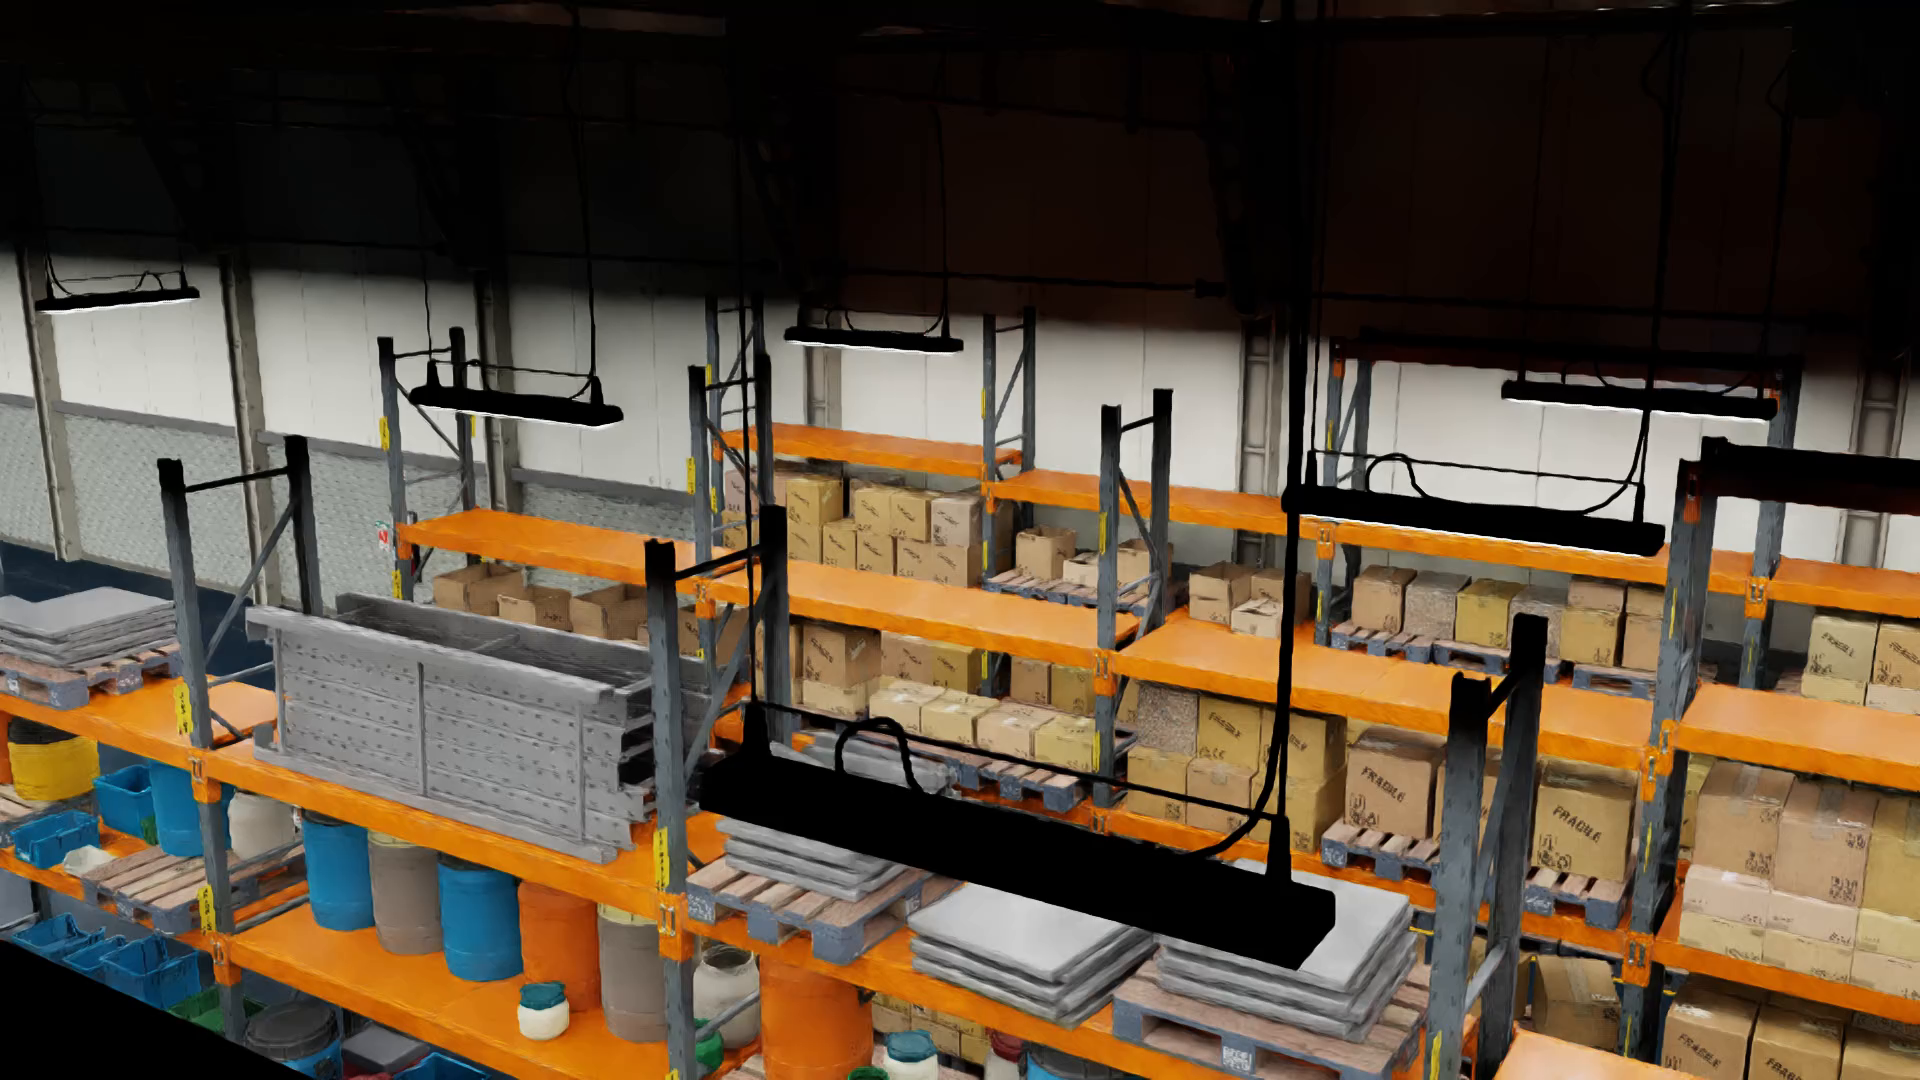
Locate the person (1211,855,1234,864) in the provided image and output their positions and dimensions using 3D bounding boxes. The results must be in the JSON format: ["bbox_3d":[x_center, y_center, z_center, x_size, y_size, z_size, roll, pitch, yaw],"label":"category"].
[{"bbox_3d":[2.797,3.164,16.857,1.029,1.715,0.538,6,15,23],"label":"person"}]

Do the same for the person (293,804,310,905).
[{"bbox_3d":[-6.916,3.007,17.666,0.539,1.656,0.692,-2,14,-9],"label":"person"}]
